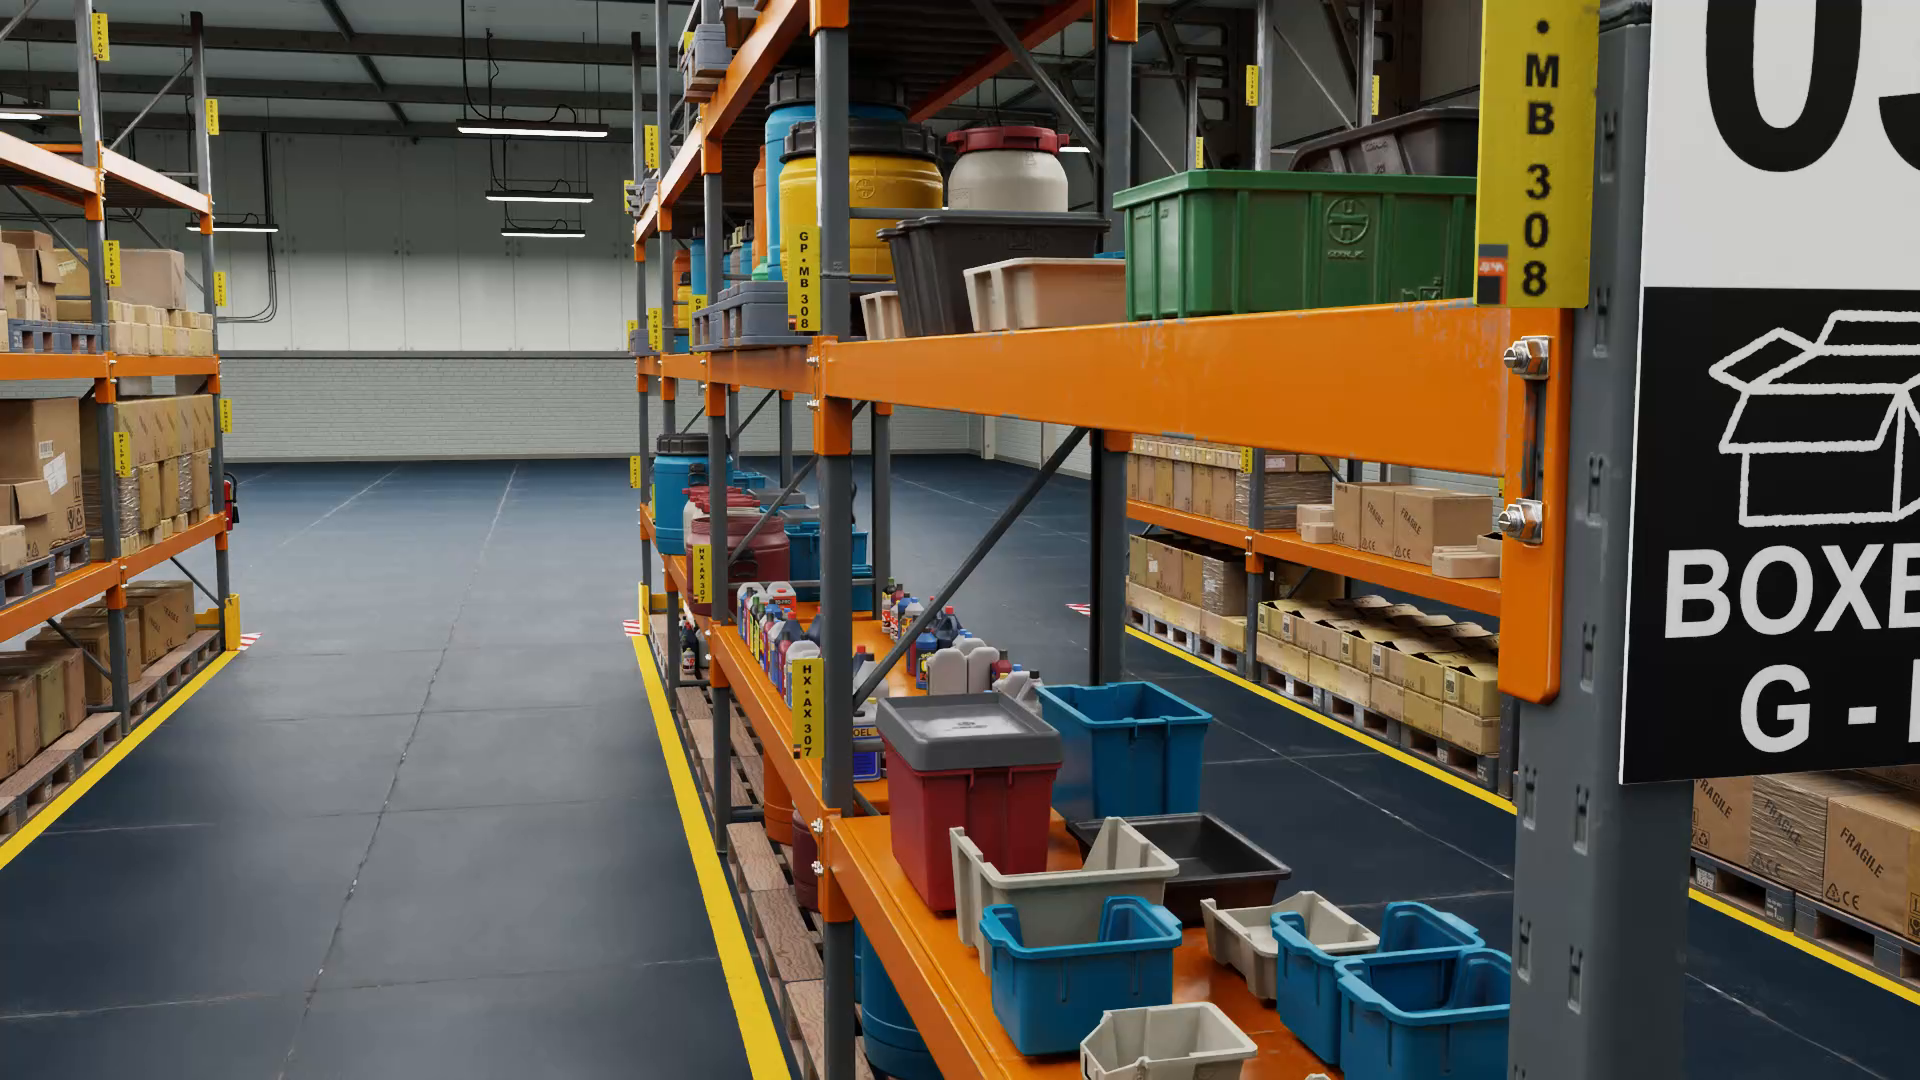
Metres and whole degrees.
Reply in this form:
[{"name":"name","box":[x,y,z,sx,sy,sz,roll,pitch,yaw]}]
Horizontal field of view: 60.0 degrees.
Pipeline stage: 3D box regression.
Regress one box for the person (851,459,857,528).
[{"name":"person","box":[-1.443,-0.090,18.663,0.550,1.716,0.498,-2,6,-14]}]
